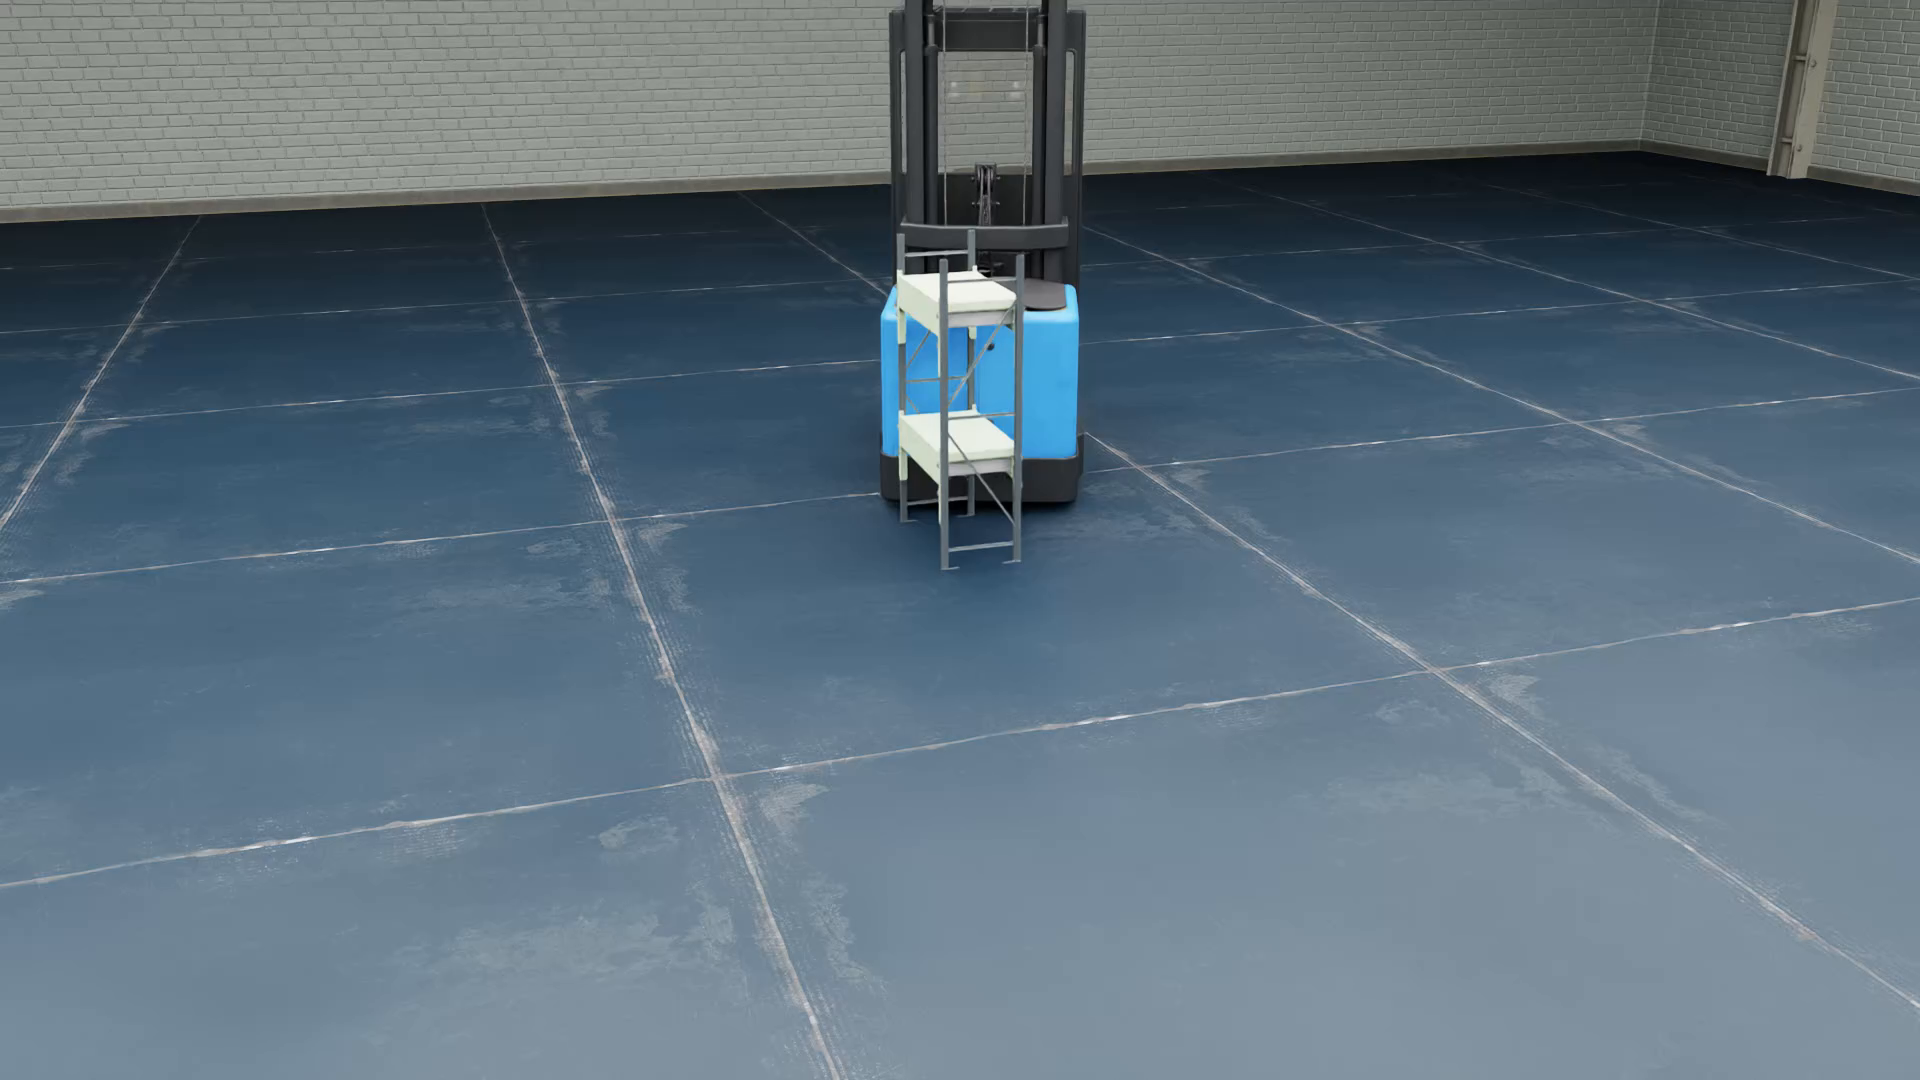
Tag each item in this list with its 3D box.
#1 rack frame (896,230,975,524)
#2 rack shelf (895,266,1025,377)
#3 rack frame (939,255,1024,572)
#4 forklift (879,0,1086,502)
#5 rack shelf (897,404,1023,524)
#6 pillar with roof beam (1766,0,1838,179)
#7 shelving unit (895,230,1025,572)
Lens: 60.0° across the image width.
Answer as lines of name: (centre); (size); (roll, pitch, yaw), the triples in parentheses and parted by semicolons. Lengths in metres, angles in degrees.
rack frame: (-0.118, -0.813, 8.462); (0.400, 1.500, 0.023); (-6, 21, -16)
rack shelf: (-0.009, -1.062, 8.001); (0.431, 0.370, 0.720); (-6, 21, -16)
rack frame: (0.101, -0.577, 7.804); (0.400, 1.500, 0.023); (-6, 21, -16)
forklift: (0.162, -2.027, 9.724); (1.130, 2.935, 3.031); (1, 20, 2)
rack shelf: (-0.009, -0.388, 8.243); (0.431, 0.370, 0.720); (-6, 21, -16)
pillar with roof beam: (6.618, -8.486, 18.730); (9.100, 9.000, 0.400); (-6, 21, -17)
shelving unit: (-0.009, -0.695, 8.133); (0.431, 1.500, 0.755); (-6, 21, -16)
